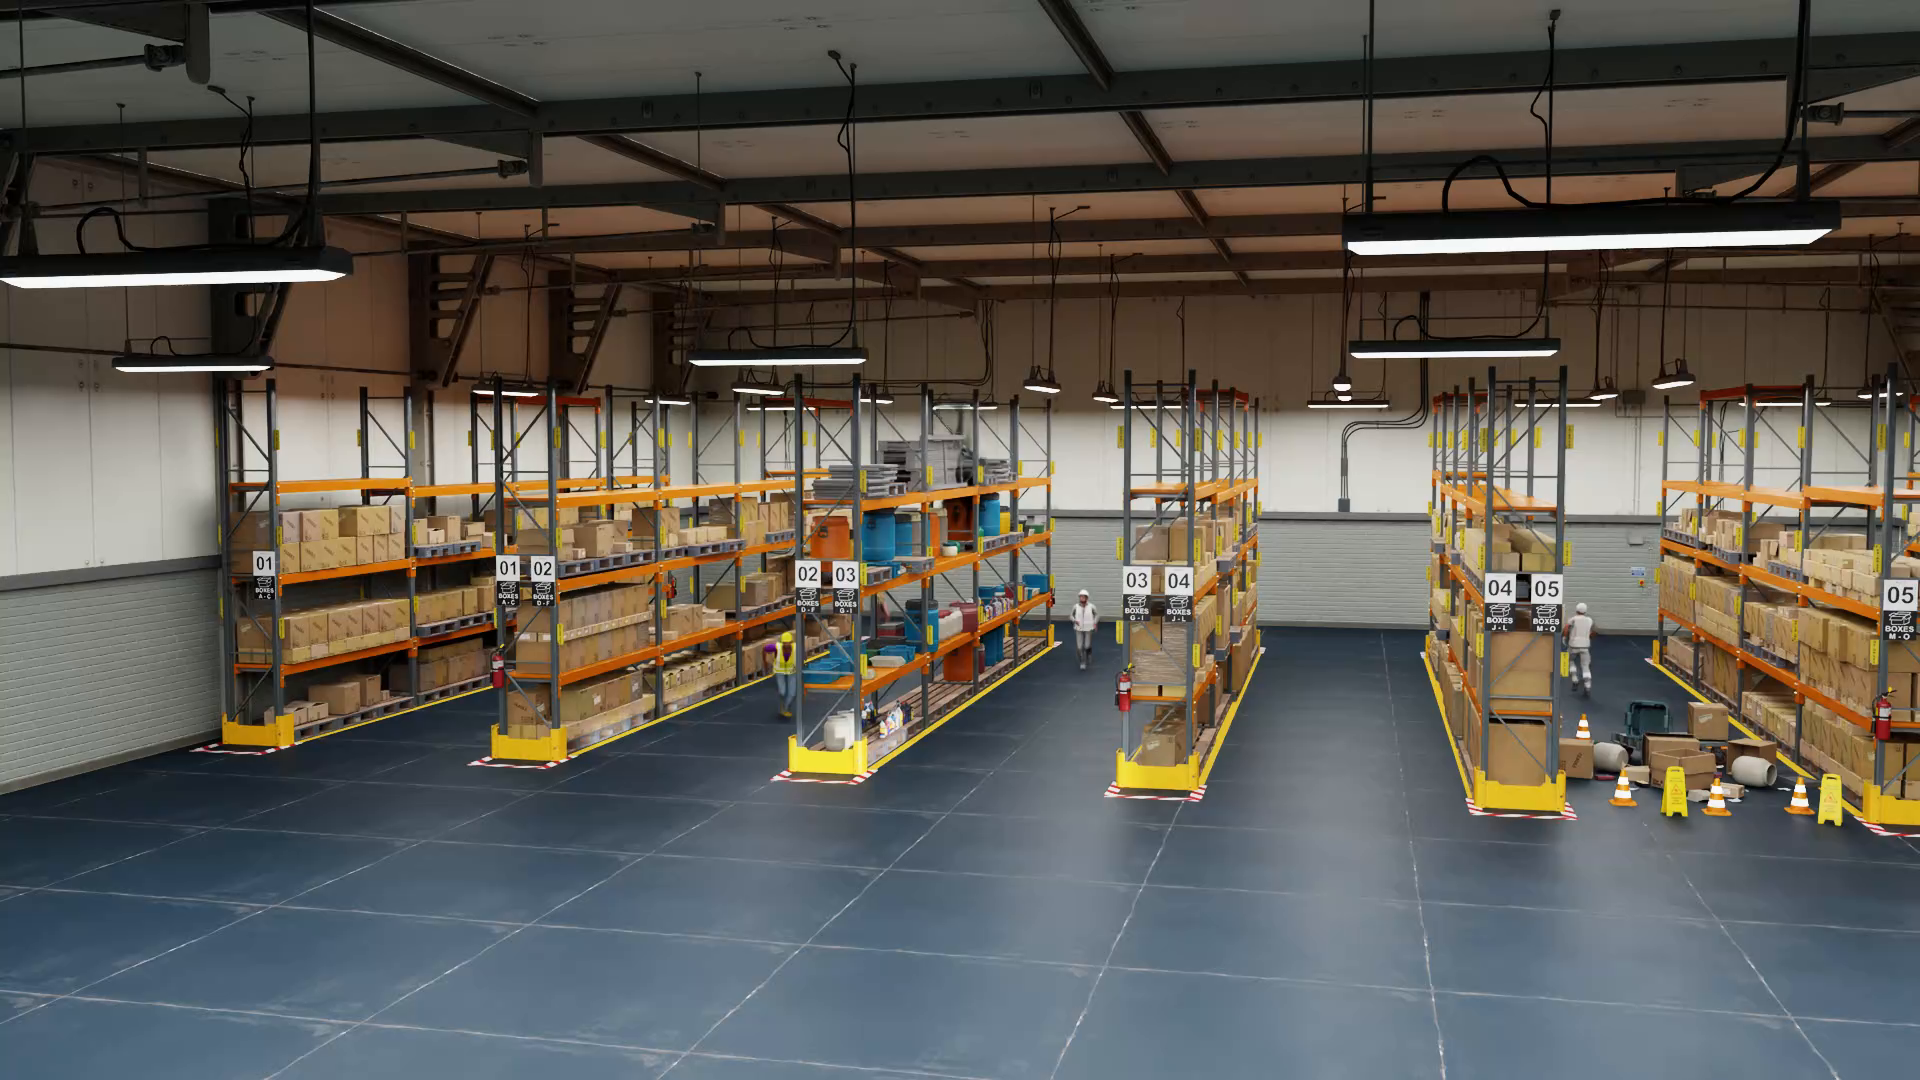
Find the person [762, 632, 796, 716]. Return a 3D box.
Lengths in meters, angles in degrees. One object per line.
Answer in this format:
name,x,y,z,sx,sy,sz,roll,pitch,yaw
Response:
person,-3.177,2.420,29.877,0.735,1.577,0.836,-1,3,-11

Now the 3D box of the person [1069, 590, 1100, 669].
person,2.706,1.961,36.308,0.653,1.731,0.569,1,3,10

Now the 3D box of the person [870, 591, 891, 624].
person,-2.072,1.643,42.230,0.571,1.677,0.854,-3,4,-38

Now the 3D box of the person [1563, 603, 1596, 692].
person,12.225,2.133,32.857,0.671,1.783,0.884,1,3,10
